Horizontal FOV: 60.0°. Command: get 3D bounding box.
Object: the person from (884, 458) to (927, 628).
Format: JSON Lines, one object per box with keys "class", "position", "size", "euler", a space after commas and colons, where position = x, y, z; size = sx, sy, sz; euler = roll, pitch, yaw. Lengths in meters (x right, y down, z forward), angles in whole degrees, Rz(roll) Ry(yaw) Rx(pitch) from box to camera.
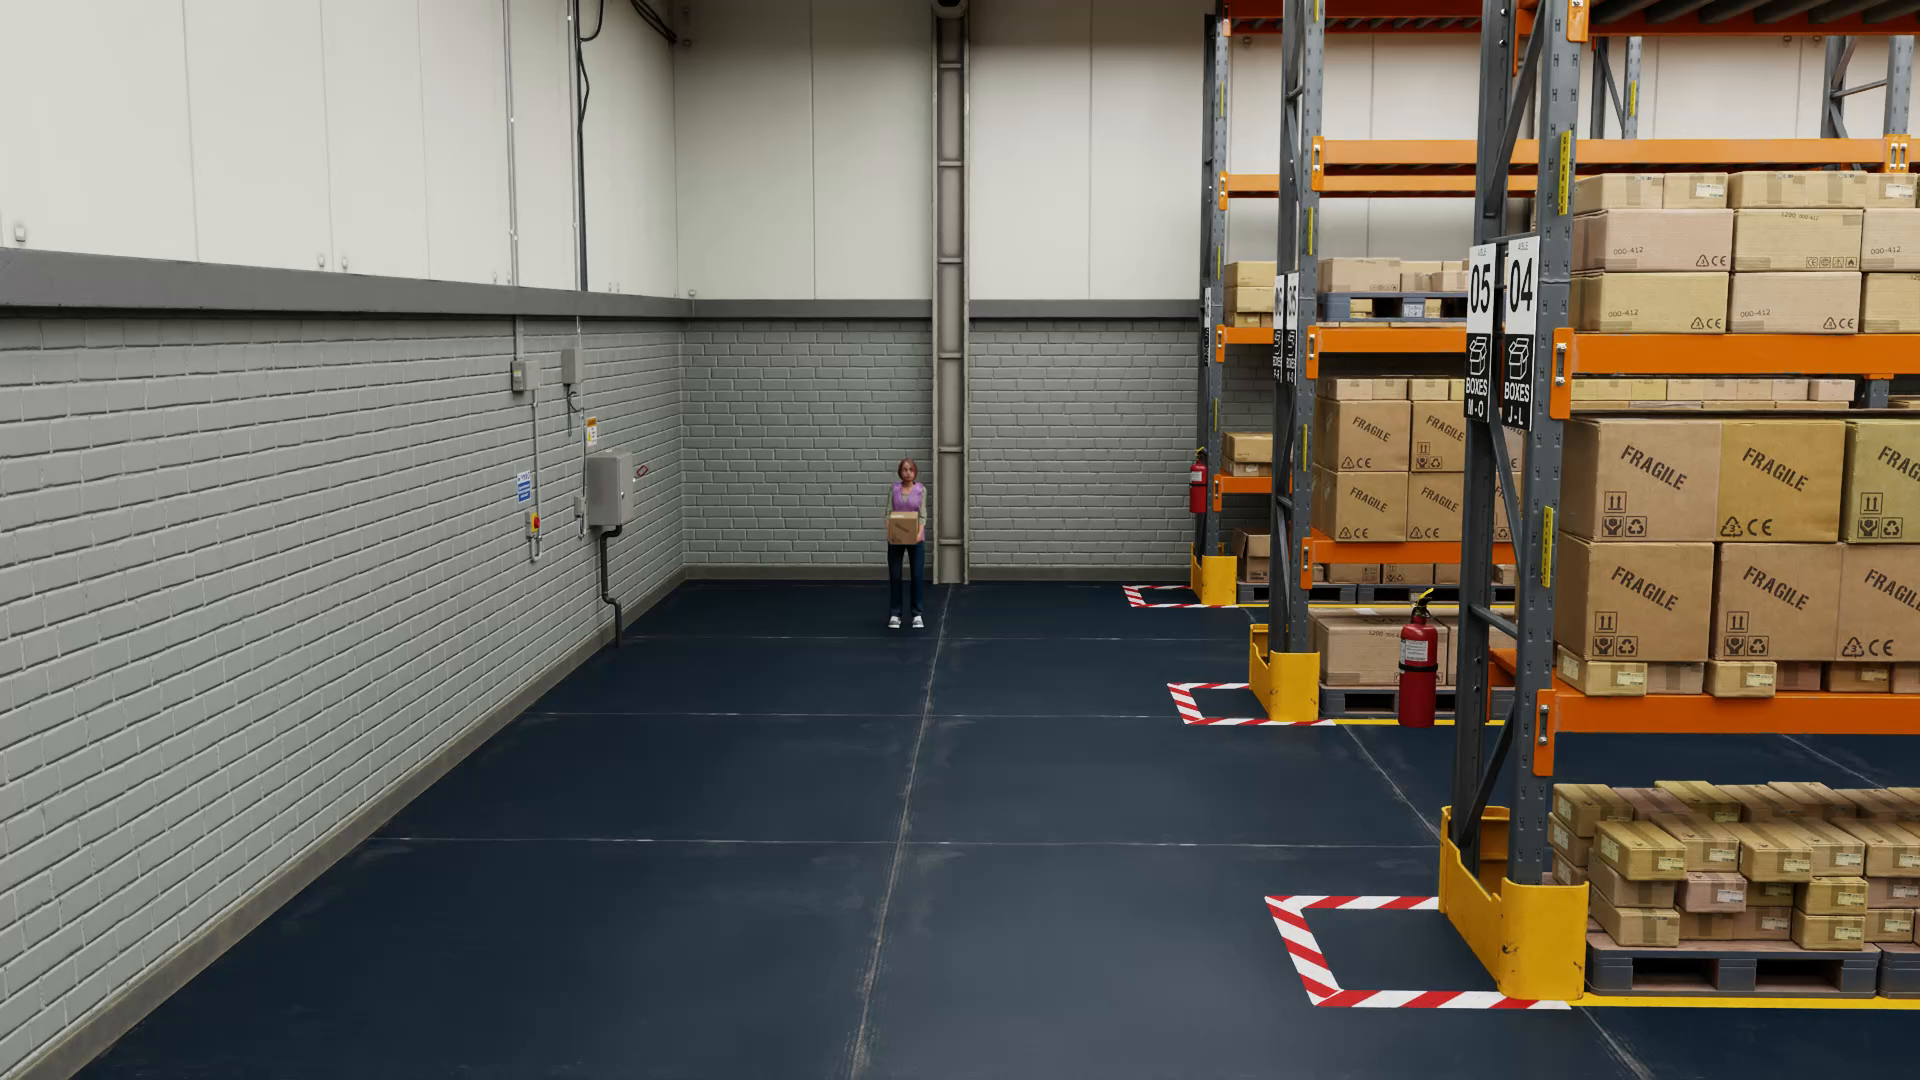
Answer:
{"class": "person", "position": [-0.508, 0.037, 15.562], "size": [0.404, 1.594, 0.494], "euler": [0, 7, 2]}
